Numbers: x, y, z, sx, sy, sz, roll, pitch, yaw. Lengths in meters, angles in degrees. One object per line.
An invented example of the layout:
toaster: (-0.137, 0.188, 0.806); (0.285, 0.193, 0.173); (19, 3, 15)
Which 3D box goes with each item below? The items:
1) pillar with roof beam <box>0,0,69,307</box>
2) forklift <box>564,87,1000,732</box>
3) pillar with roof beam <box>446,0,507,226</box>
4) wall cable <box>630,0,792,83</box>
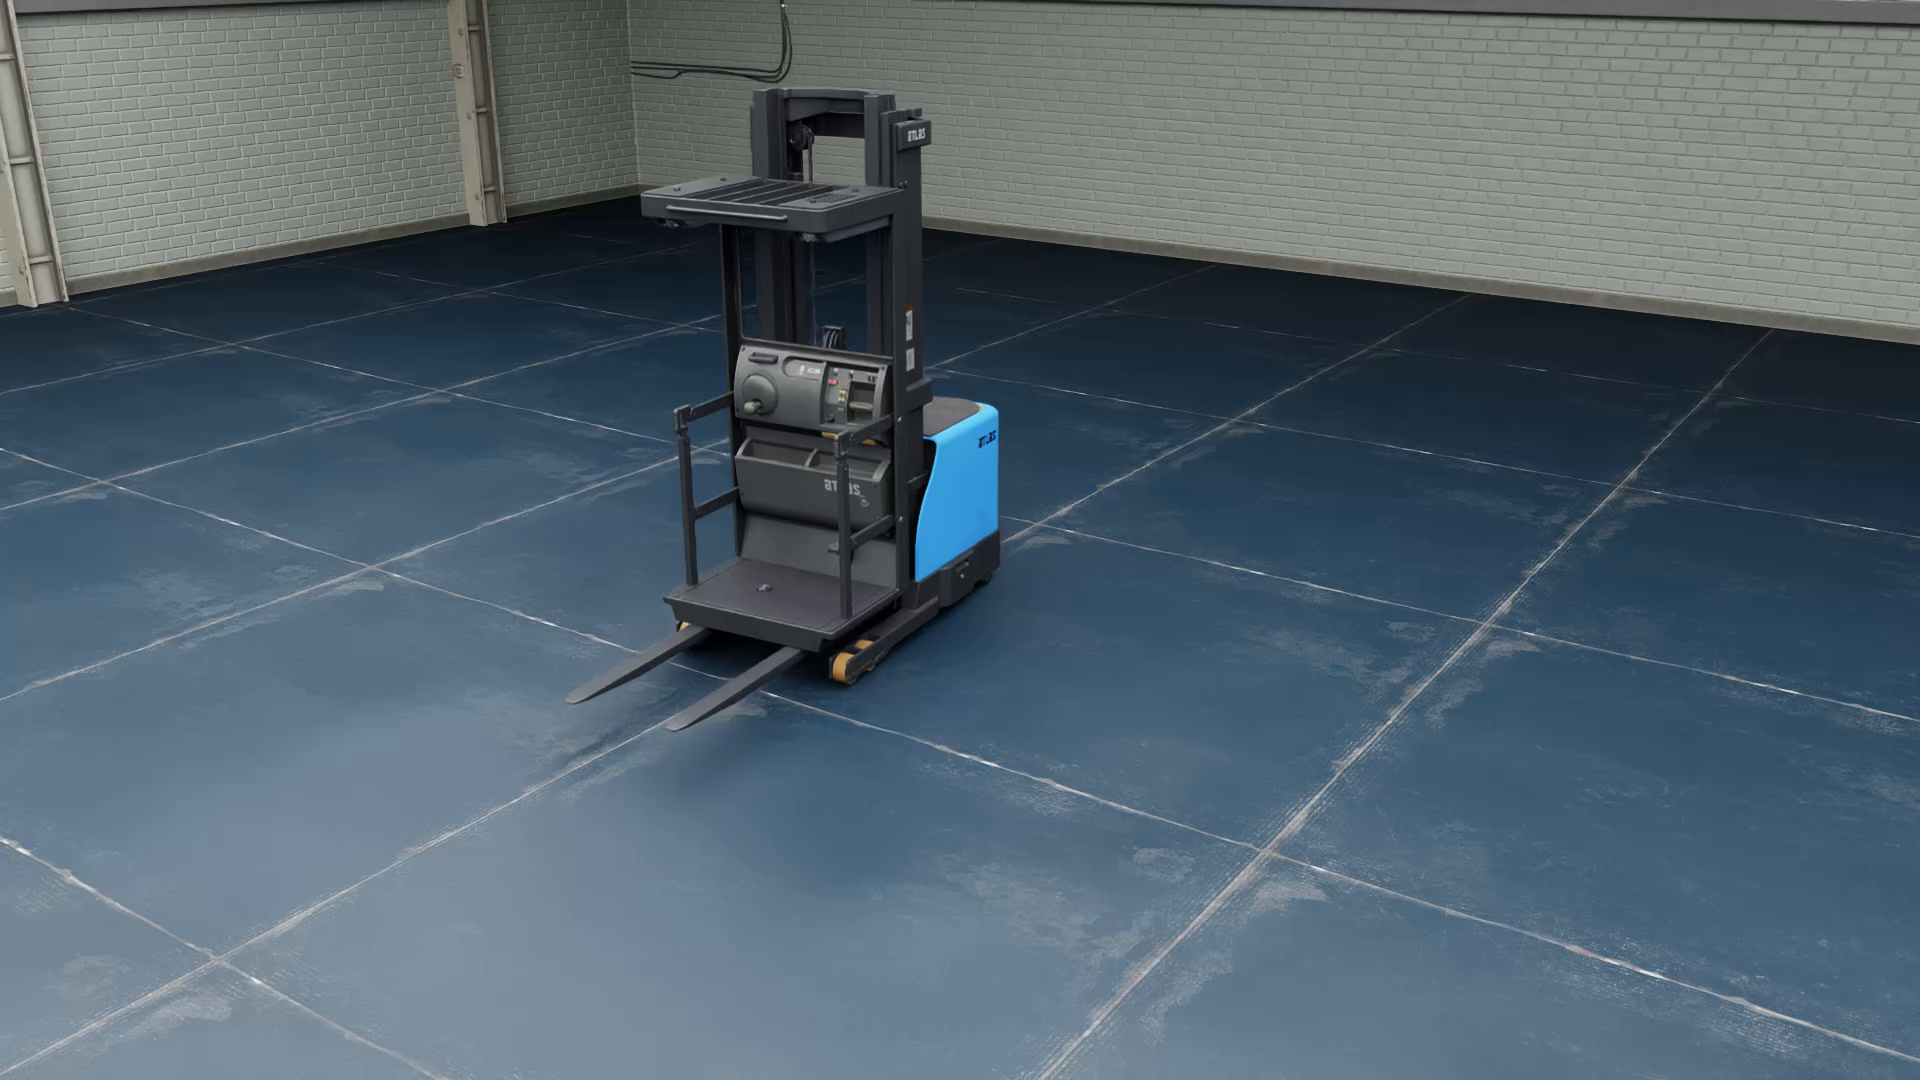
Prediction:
pillar with roof beam: (-6.113, -5.891, 13.719); (9.100, 9.000, 0.400); (13, 24, 32)
forklift: (-0.900, -0.795, 8.690); (1.130, 2.935, 3.031); (11, 23, 26)
pillar with roof beam: (-2.740, -7.612, 18.373); (9.100, 9.000, 0.400); (13, 24, 32)
wall cable: (-3.551, -7.583, 22.769); (3.097, 2.526, 0.112); (13, 24, 32)
